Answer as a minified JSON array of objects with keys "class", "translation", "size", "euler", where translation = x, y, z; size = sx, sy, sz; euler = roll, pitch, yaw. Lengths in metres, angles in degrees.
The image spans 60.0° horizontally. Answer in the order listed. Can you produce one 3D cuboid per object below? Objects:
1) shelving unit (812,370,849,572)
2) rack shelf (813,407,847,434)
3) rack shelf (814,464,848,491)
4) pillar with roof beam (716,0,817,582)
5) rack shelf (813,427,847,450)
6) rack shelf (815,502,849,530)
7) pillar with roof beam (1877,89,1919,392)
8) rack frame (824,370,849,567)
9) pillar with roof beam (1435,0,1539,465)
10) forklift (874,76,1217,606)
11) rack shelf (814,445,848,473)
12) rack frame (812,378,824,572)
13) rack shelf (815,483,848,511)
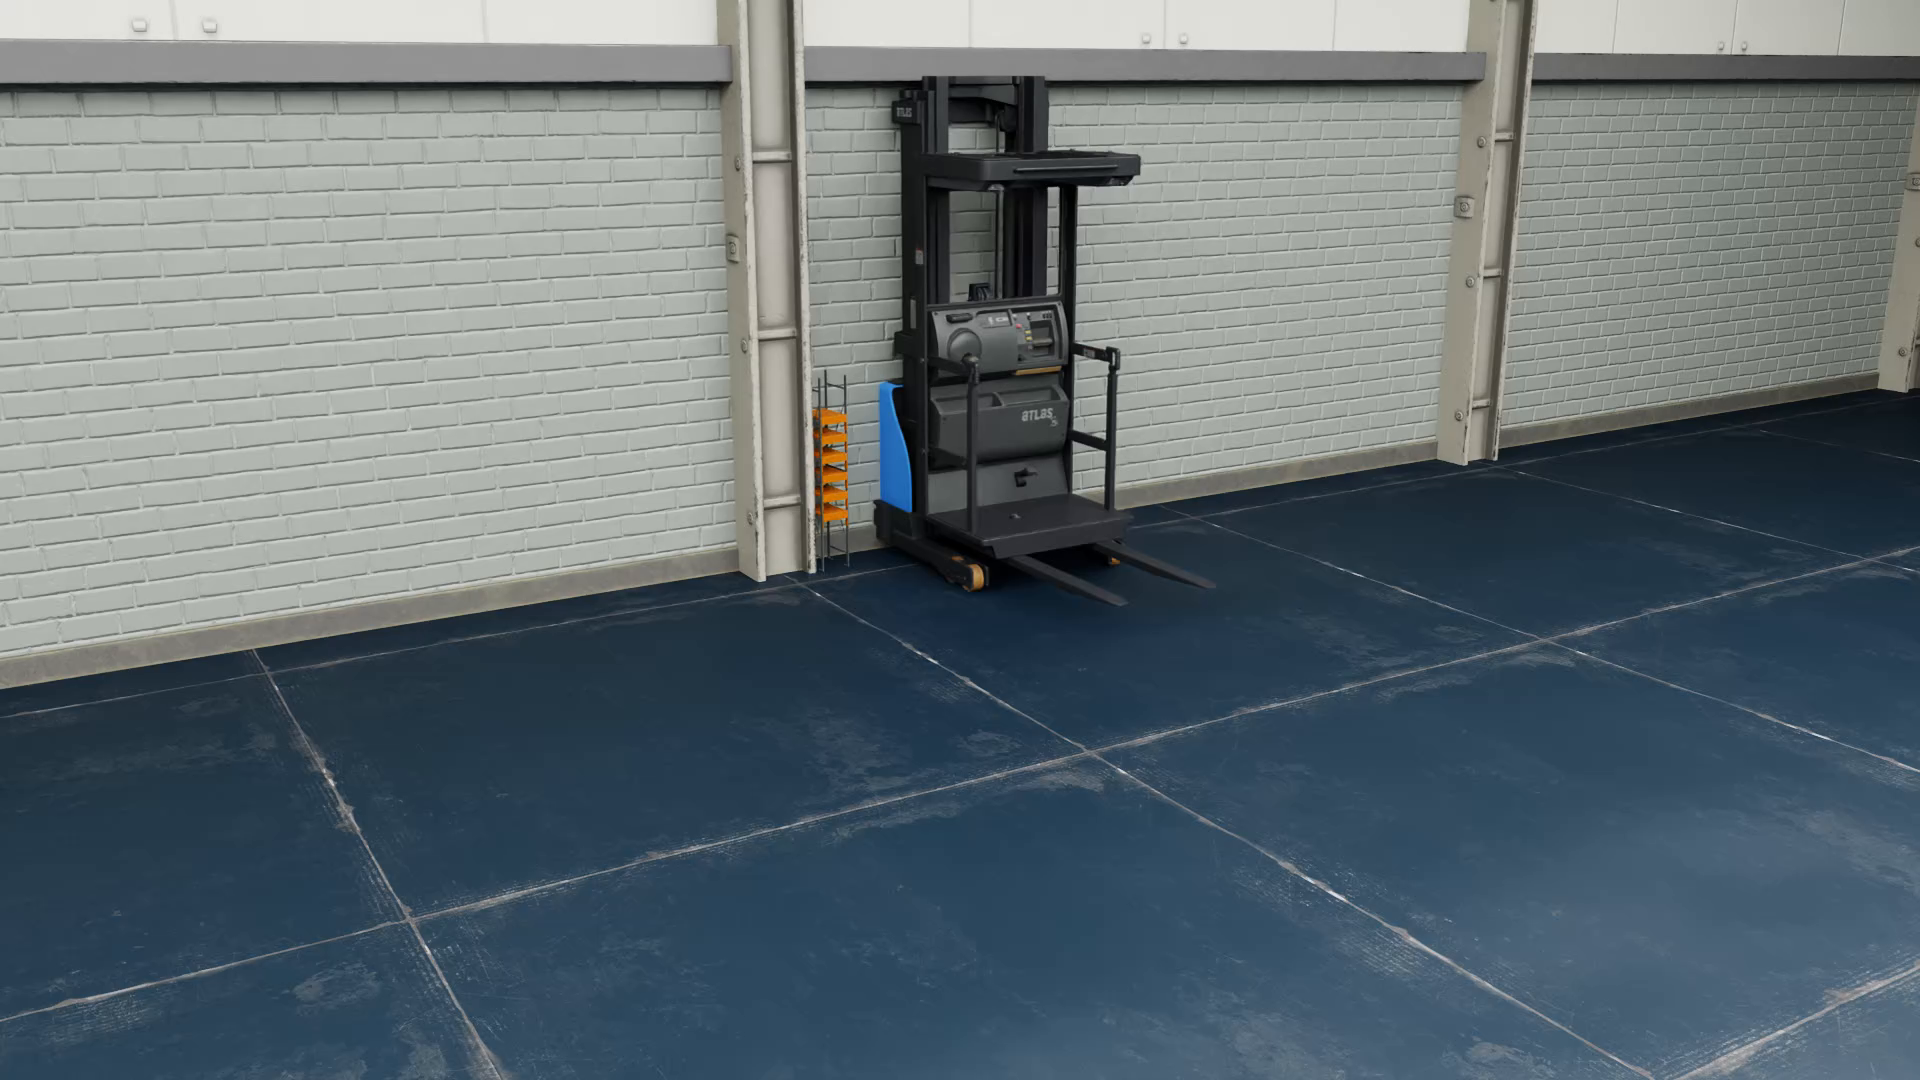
[{"class":"shelving unit","translation":[-0.833,-0.424,10.196],"size":[0.189,1.200,0.258],"euler":[-11,19,-35]},{"class":"rack shelf","translation":[-0.832,-0.728,10.112],"size":[0.180,0.103,0.258],"euler":[-11,19,-35]},{"class":"rack shelf","translation":[-0.833,-0.381,10.208],"size":[0.180,0.103,0.258],"euler":[-11,19,-35]},{"class":"pillar with roof beam","translation":[1.091,-3.148,5.467],"size":[0.400,9.000,9.100],"euler":[-9,18,-30]},{"class":"rack shelf","translation":[-0.832,-0.612,10.144],"size":[0.180,0.103,0.258],"euler":[-11,19,-35]},{"class":"rack shelf","translation":[-0.834,-0.150,10.272],"size":[0.180,0.103,0.258],"euler":[-11,19,-35]},{"class":"pillar with roof beam","translation":[11.377,-4.816,11.418],"size":[0.400,9.000,9.100],"euler":[-9,18,-30]},{"class":"rack frame","translation":[-0.760,-0.438,10.249],"size":[0.006,1.200,0.240],"euler":[-11,19,-35]},{"class":"pillar with roof beam","translation":[6.234,-3.982,8.442],"size":[0.400,9.000,9.100],"euler":[-9,18,-30]},{"class":"forklift","translation":[0.359,-1.246,9.926],"size":[1.130,2.935,3.031],"euler":[-9,18,-29]},{"class":"rack shelf","translation":[-0.833,-0.496,10.176],"size":[0.180,0.103,0.258],"euler":[-11,19,-35]},{"class":"rack frame","translation":[-0.906,-0.409,10.143],"size":[0.006,1.200,0.240],"euler":[-11,19,-35]},{"class":"rack shelf","translation":[-0.833,-0.265,10.240],"size":[0.180,0.103,0.258],"euler":[-11,19,-35]}]
